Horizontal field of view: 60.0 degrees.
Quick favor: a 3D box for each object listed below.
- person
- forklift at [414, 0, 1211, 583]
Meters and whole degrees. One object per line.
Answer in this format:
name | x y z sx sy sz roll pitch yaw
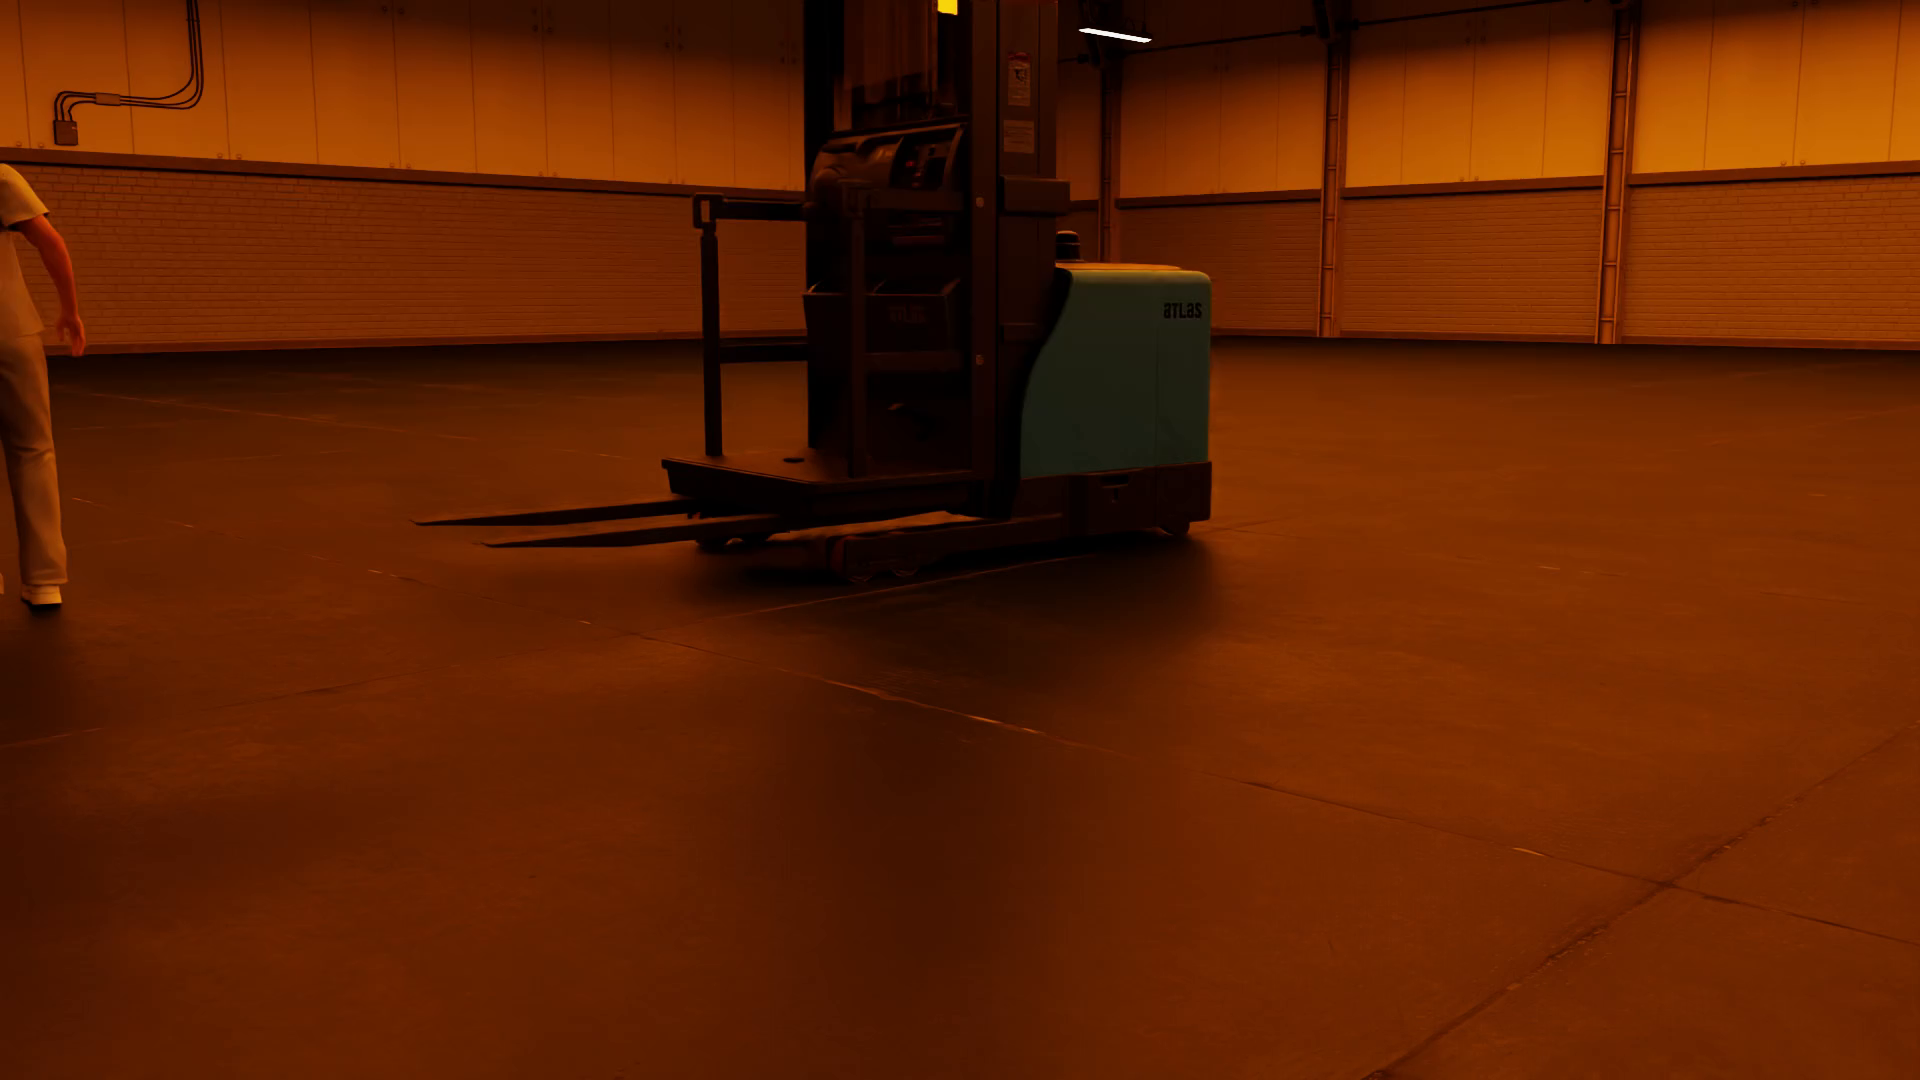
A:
person | -3.056 -0.587 5.122 0.644 1.640 0.479 -5 10 -31
forklift | -0.449 -1.389 6.097 3.031 2.935 1.130 -7 11 -37
